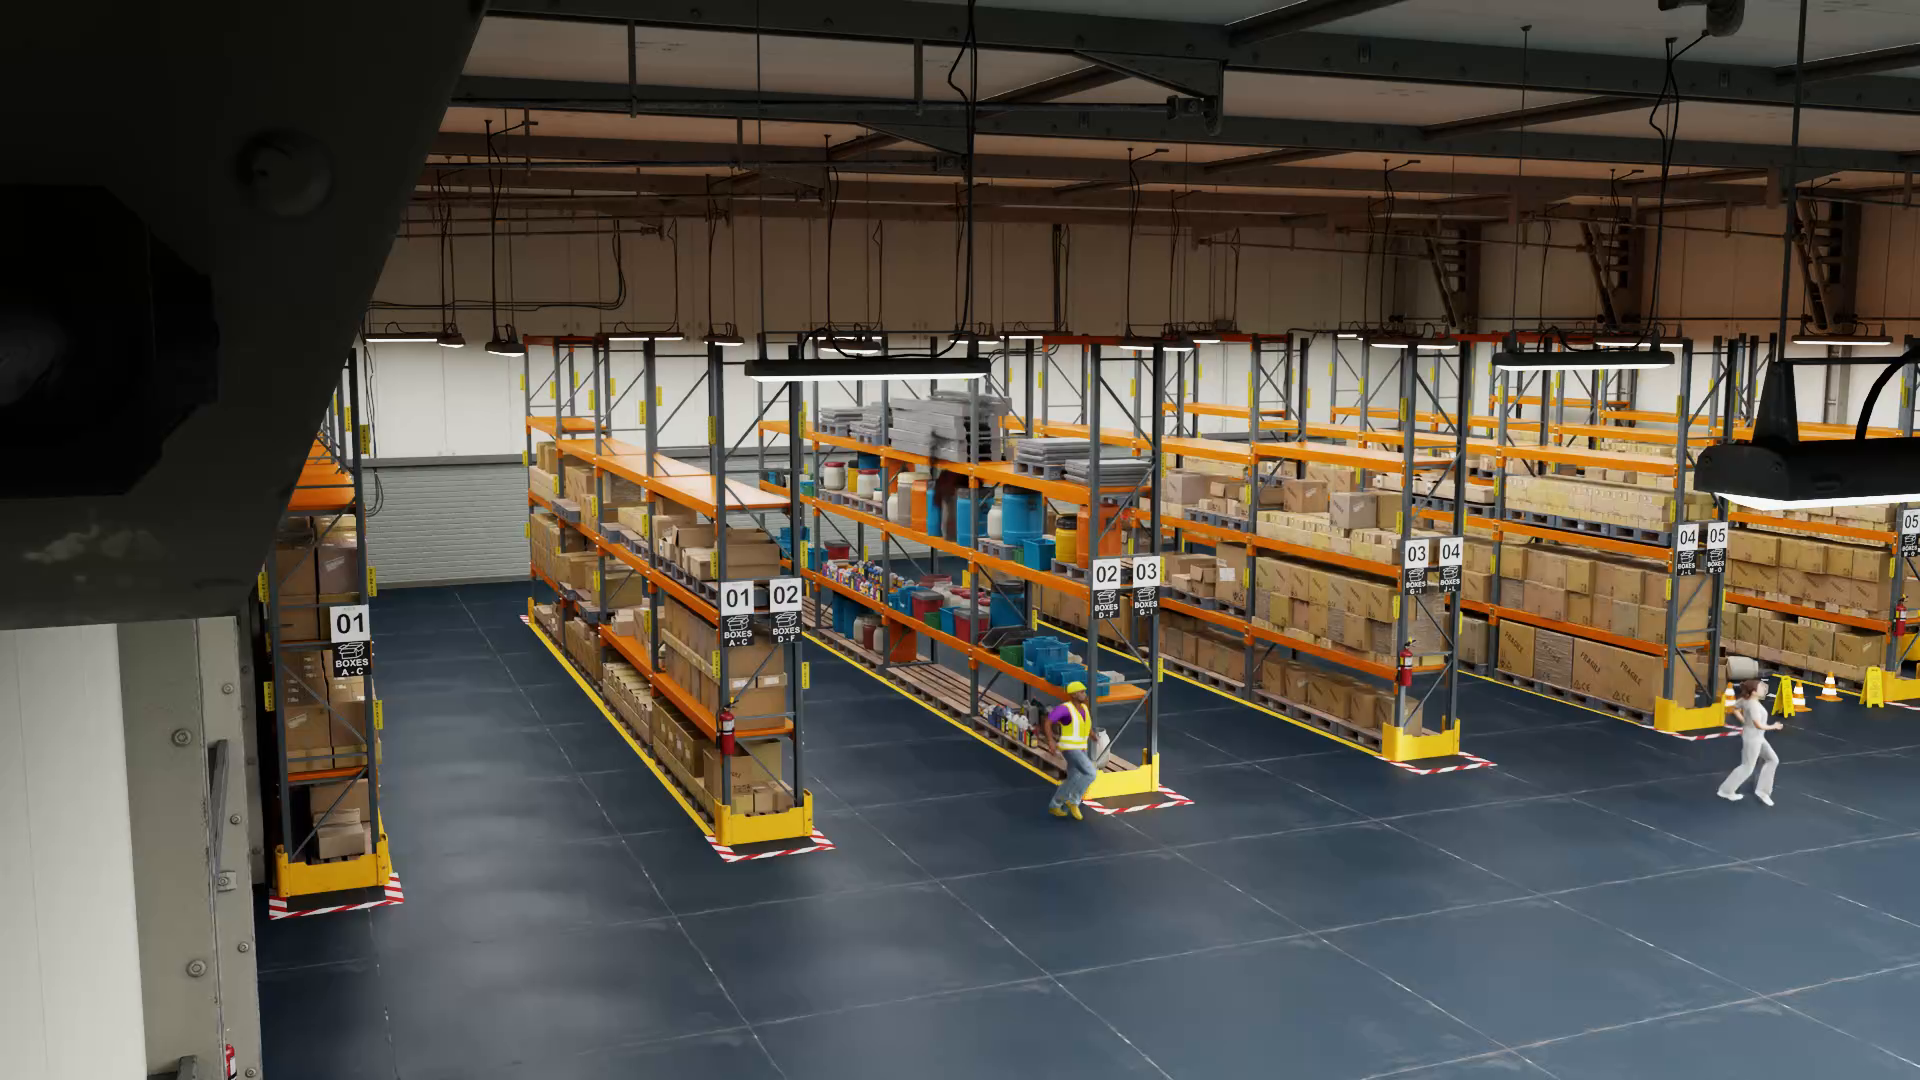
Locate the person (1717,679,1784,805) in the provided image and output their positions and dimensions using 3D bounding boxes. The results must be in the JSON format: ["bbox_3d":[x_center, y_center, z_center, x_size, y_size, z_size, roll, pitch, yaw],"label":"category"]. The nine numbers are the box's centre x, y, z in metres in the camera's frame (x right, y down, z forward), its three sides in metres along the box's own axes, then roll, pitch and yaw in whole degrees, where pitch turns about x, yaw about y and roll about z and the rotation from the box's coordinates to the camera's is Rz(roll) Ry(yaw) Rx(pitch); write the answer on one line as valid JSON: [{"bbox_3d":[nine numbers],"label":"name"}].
[{"bbox_3d":[10.344,2.644,21.748,0.738,1.694,0.570,3,8,19],"label":"person"}]

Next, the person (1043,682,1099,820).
[{"bbox_3d":[1.488,2.657,21.155,0.667,1.699,0.717,5,9,31],"label":"person"}]

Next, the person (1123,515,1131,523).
[{"bbox_3d":[3.900,0.263,39.176,0.620,1.770,0.568,-4,9,-28],"label":"person"}]
